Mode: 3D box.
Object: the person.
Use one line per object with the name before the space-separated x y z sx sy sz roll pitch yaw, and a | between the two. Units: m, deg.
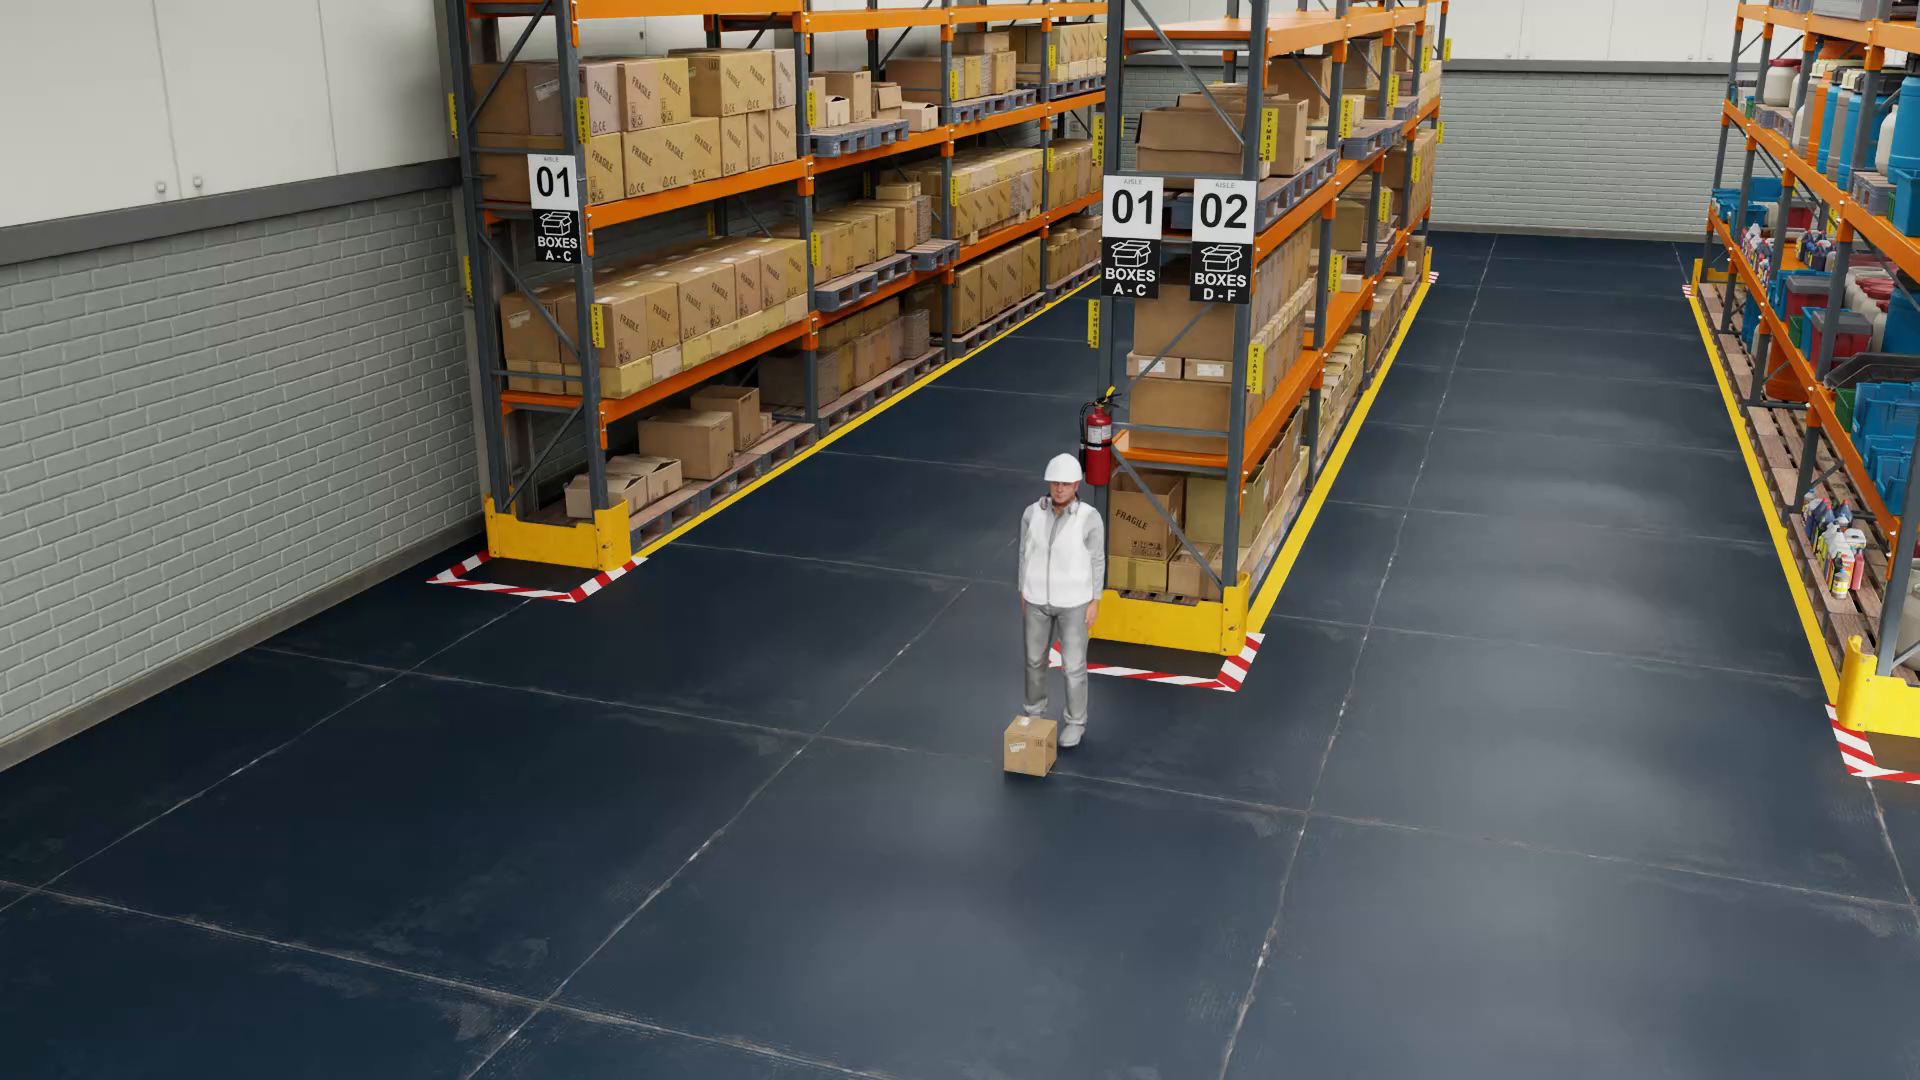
person | 0.592 0.369 9.974 0.534 1.801 0.402 7 20 20
